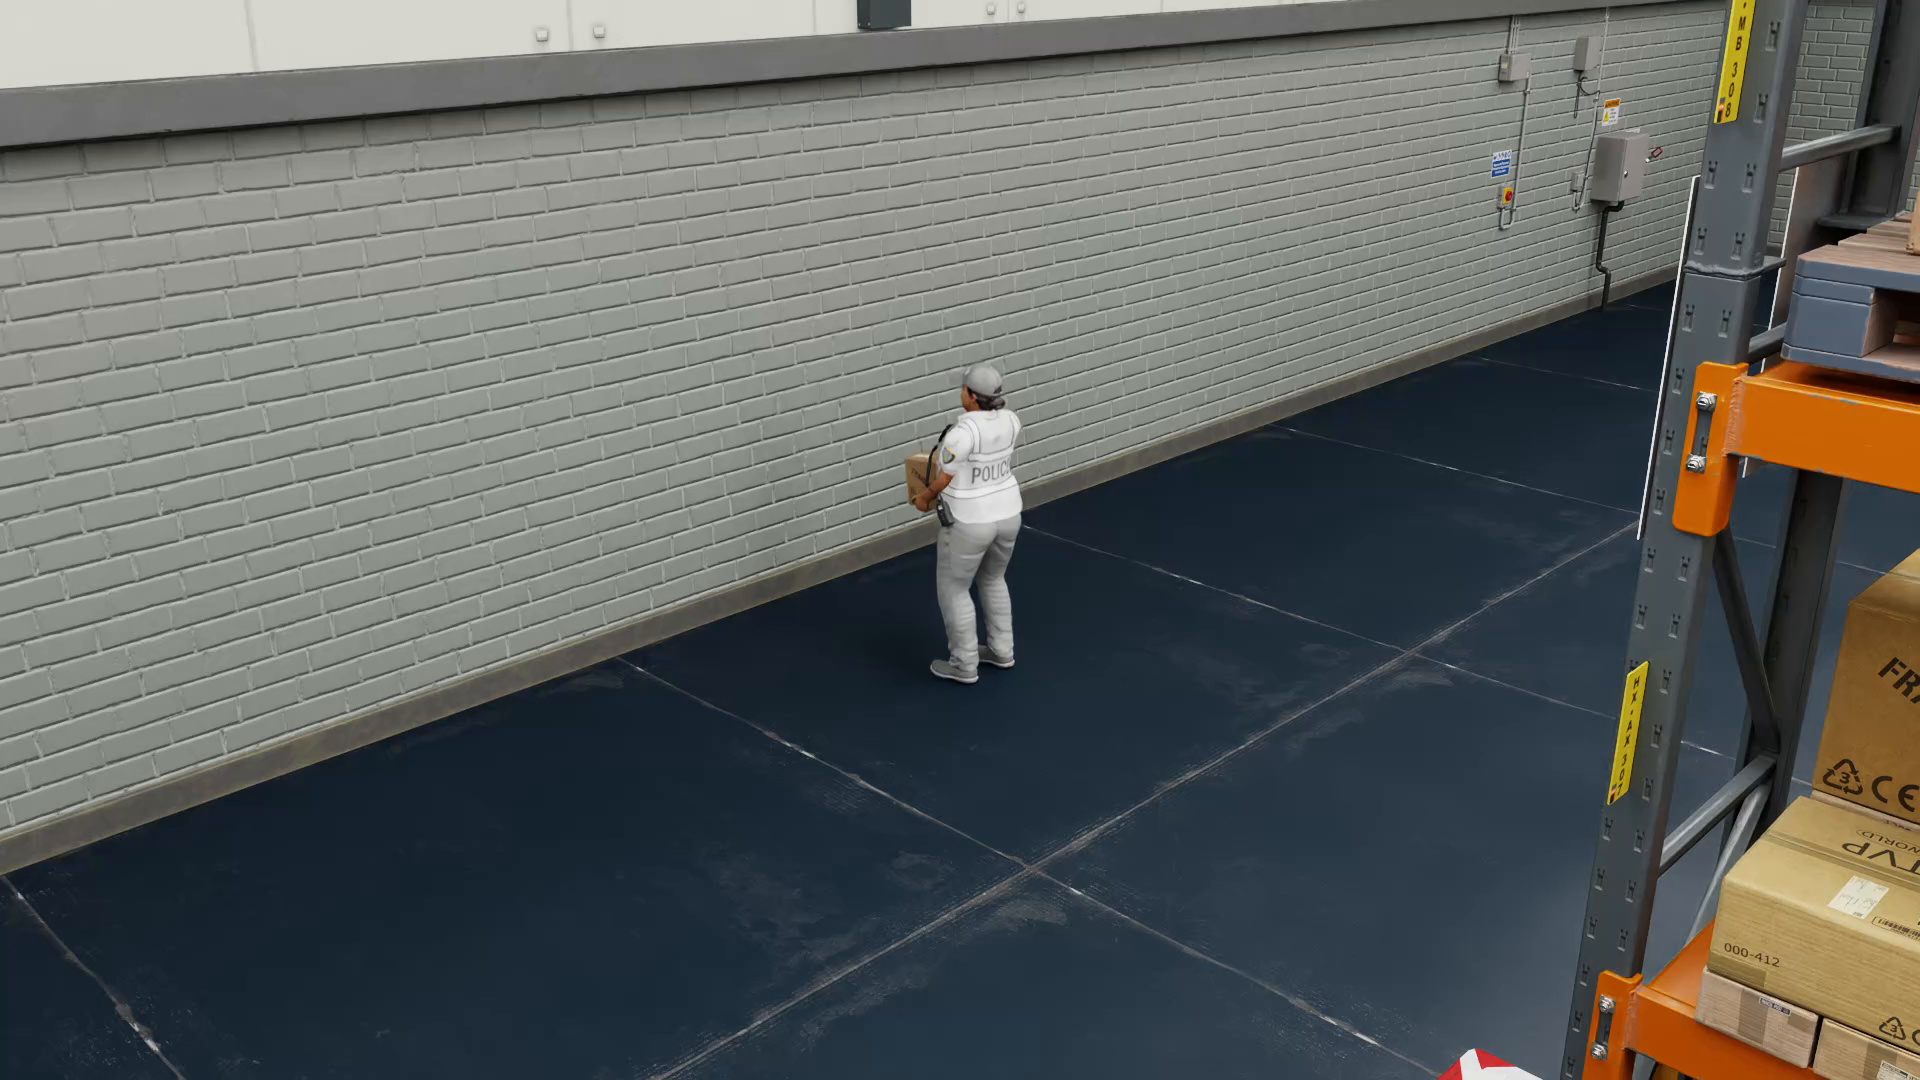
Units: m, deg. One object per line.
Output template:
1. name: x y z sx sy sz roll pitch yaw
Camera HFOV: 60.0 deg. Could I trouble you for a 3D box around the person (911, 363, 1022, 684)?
1. person: 0.032 -0.111 8.422 0.455 1.657 0.541 -19 28 -41
